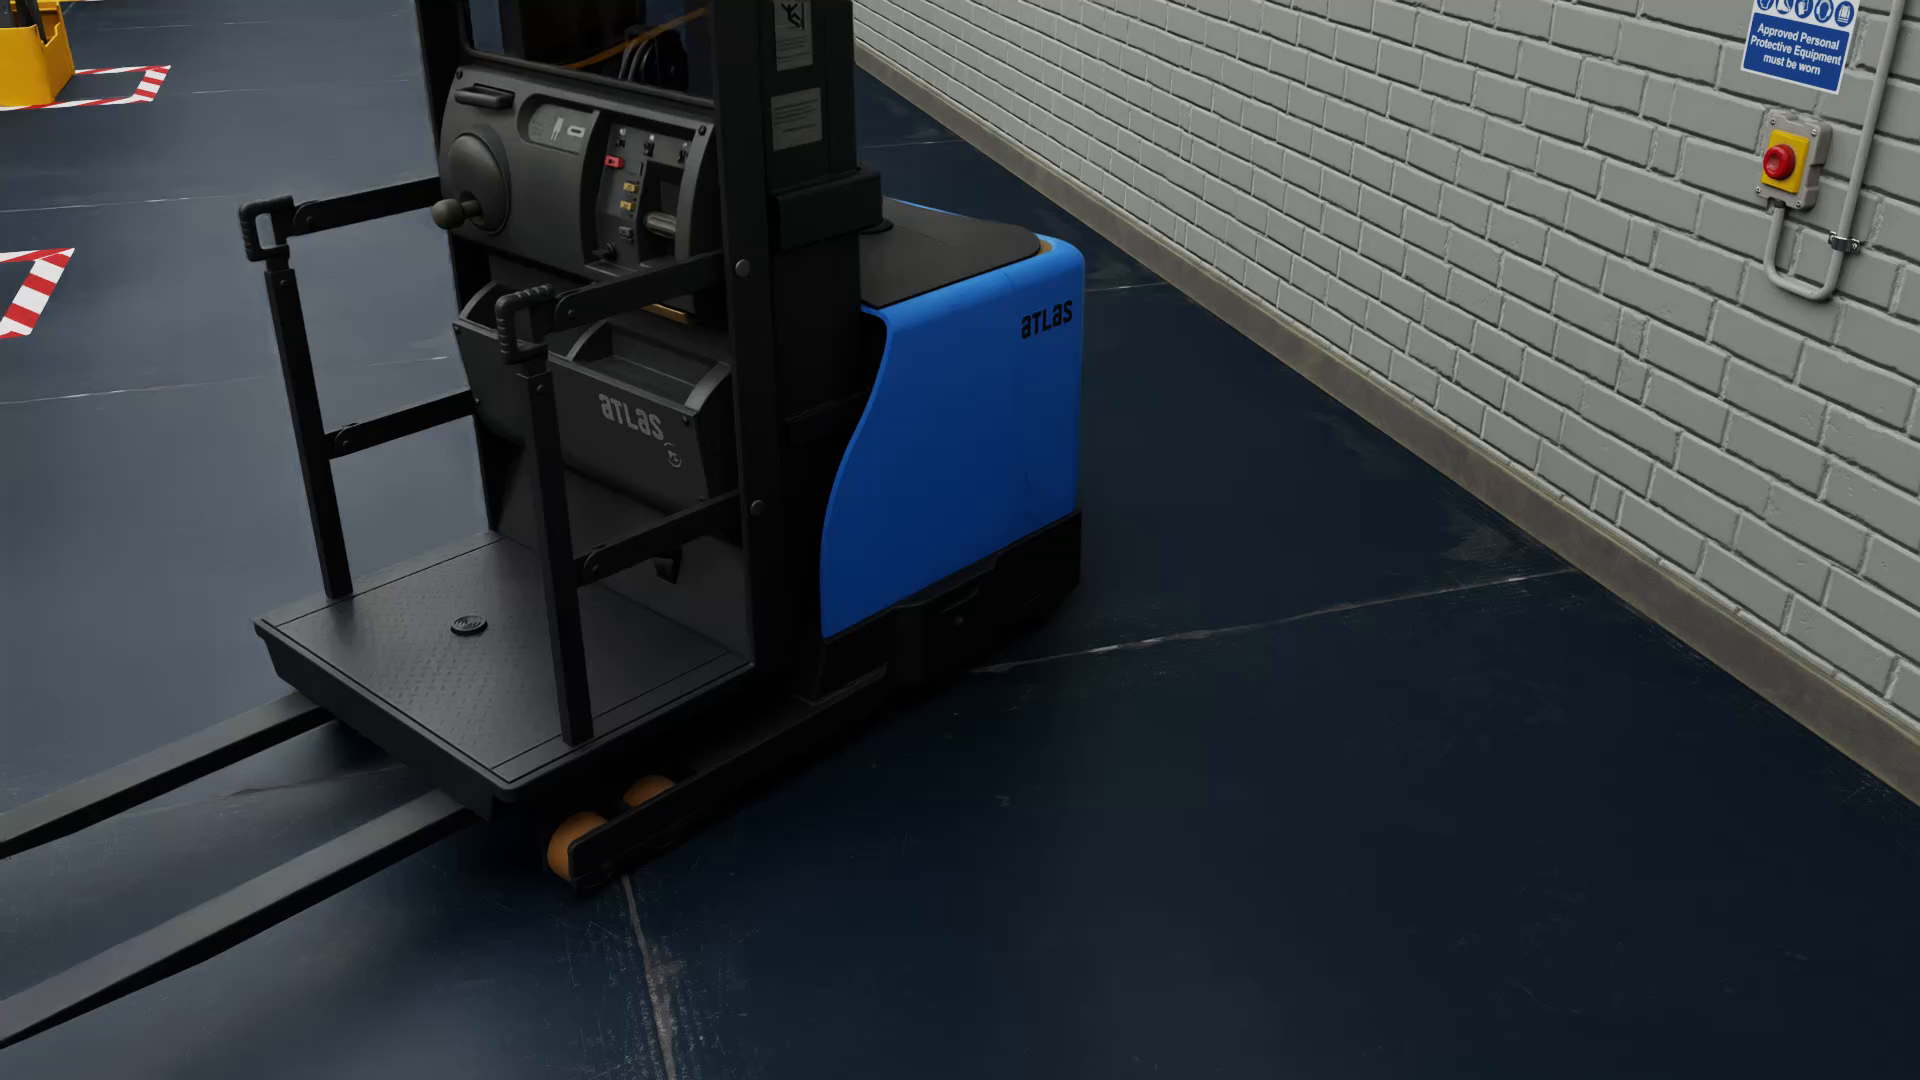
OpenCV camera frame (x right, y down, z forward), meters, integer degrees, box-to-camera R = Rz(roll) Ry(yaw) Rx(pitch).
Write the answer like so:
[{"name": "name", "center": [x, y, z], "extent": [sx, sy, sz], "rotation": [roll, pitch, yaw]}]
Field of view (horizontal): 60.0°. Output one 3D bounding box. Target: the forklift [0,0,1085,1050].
[{"name": "forklift", "center": [-1.010, -0.795, 3.556], "extent": [1.130, 2.935, 3.031], "rotation": [22, 34, 37]}]

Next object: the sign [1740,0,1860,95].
[{"name": "sign", "center": [2.031, -1.221, 4.032], "extent": [0.001, 0.218, 0.327], "rotation": [-8, 28, -16]}]

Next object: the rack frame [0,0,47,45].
[{"name": "rack frame", "center": [-6.436, -4.475, 10.890], "extent": [0.127, 3.000, 1.000], "rotation": [-8, 28, -16]}]

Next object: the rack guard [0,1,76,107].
[{"name": "rack guard", "center": [-6.413, -3.358, 11.453], "extent": [0.348, 0.500, 1.175], "rotation": [-8, 28, -16]}]

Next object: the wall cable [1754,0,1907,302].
[{"name": "wall cable", "center": [1.987, -1.540, 3.801], "extent": [0.123, 1.953, 0.585], "rotation": [-8, 28, -16]}]
